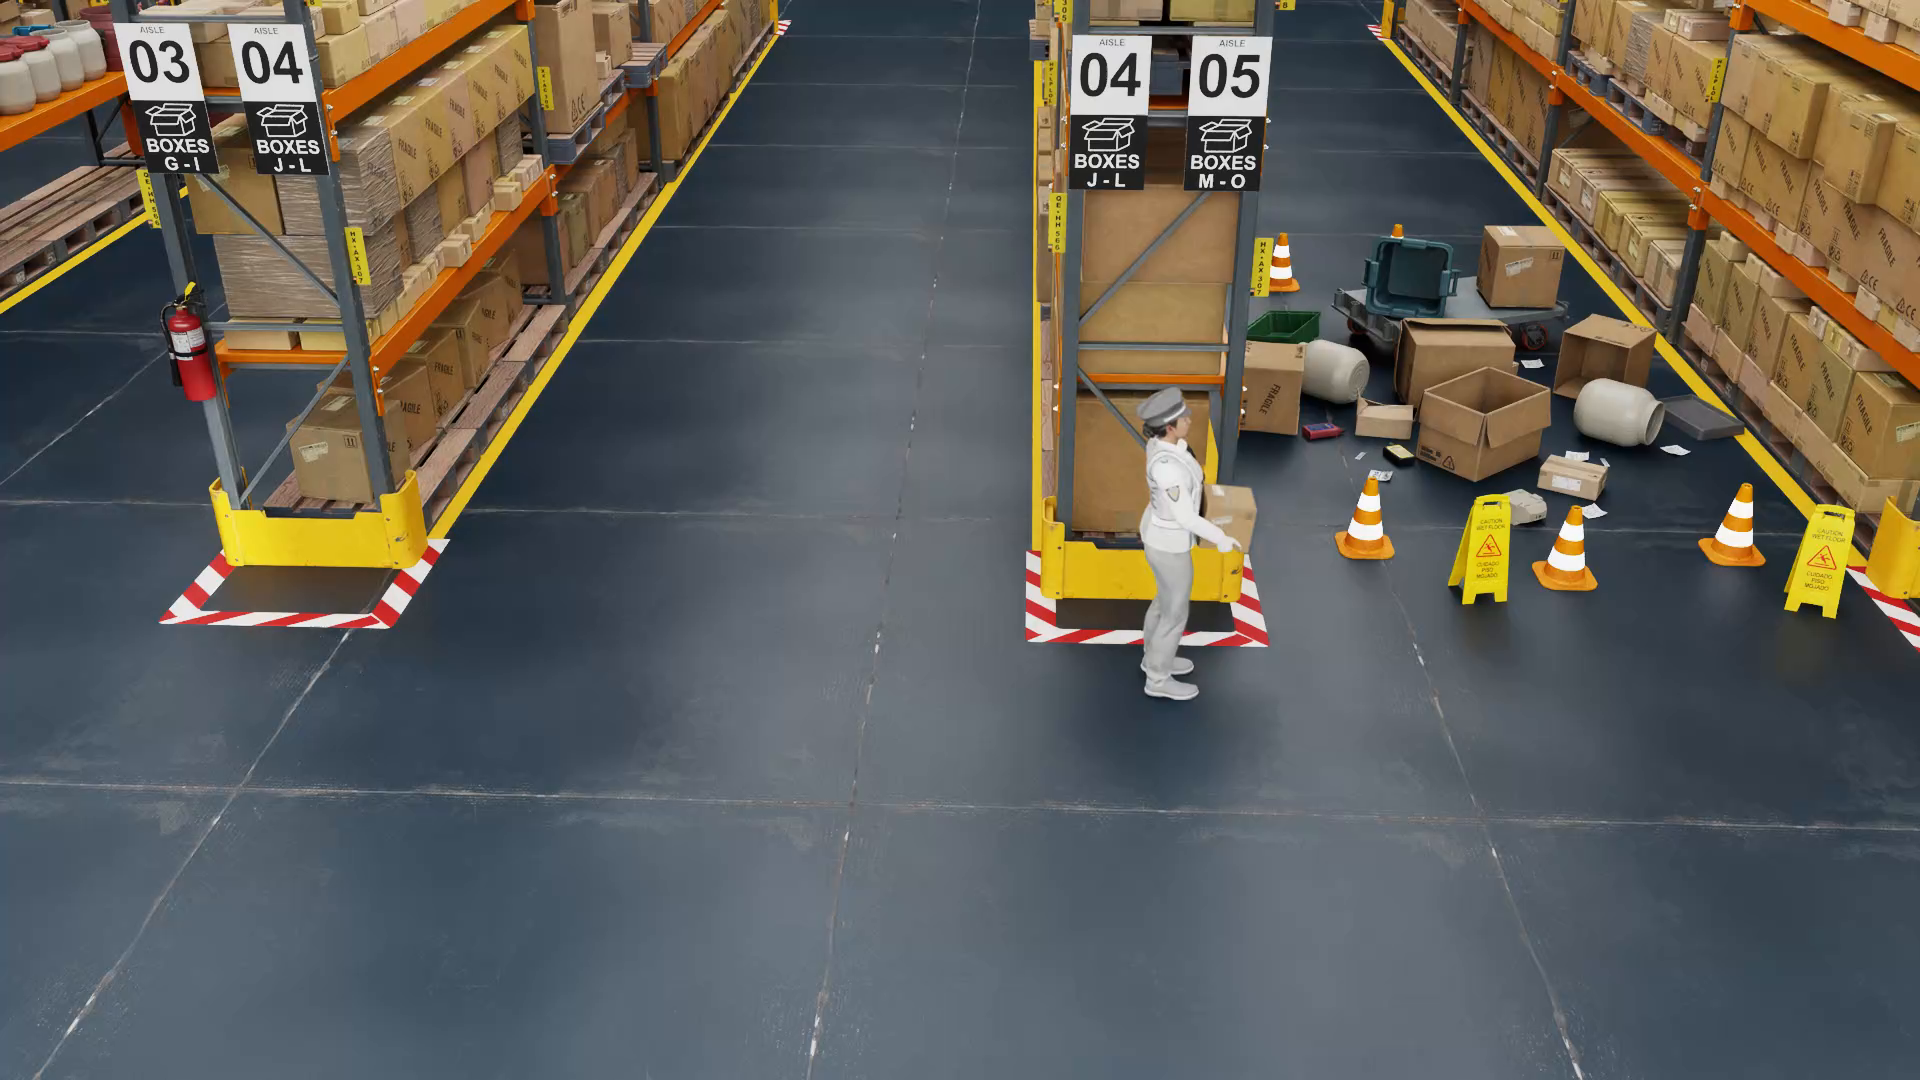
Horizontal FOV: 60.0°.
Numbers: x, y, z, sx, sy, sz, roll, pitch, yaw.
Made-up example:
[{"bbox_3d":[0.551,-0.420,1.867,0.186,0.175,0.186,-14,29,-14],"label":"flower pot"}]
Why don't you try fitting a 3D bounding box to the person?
[{"bbox_3d":[1.152,0.012,8.565,0.554,1.693,0.466,1,28,2],"label":"person"}]
